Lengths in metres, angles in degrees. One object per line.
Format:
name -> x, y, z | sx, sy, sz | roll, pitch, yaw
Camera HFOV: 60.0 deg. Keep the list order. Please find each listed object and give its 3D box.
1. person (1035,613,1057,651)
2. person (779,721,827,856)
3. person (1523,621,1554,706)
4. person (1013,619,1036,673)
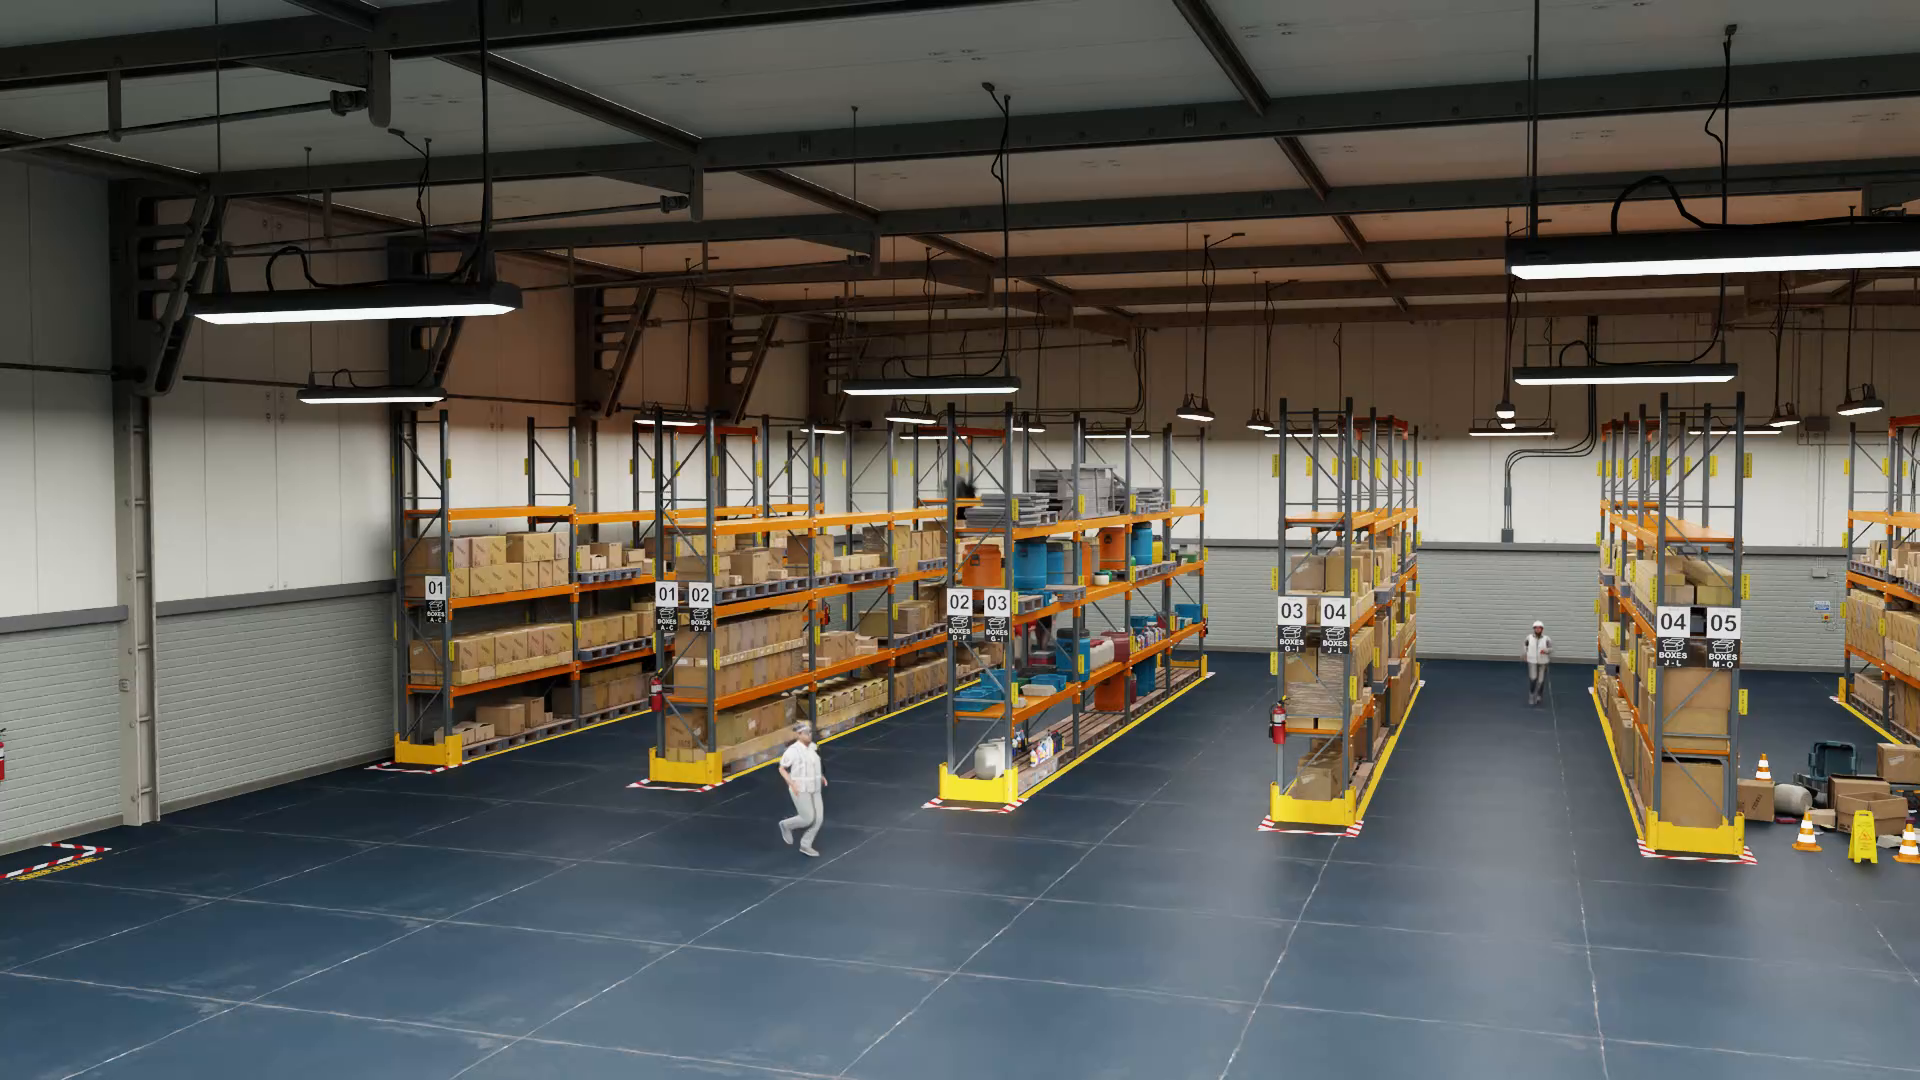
person -> 1.956, 2.150, 39.671 | 0.659, 1.768, 0.906 | 1, 2, 12
person -> -2.030, 3.218, 21.597 | 0.603, 1.741, 0.665 | 2, 3, 40
person -> 12.250, 2.614, 35.223 | 0.634, 1.797, 0.722 | 1, 3, 19
person -> 1.383, 2.313, 37.054 | 0.632, 1.848, 0.713 | 0, 2, 8
